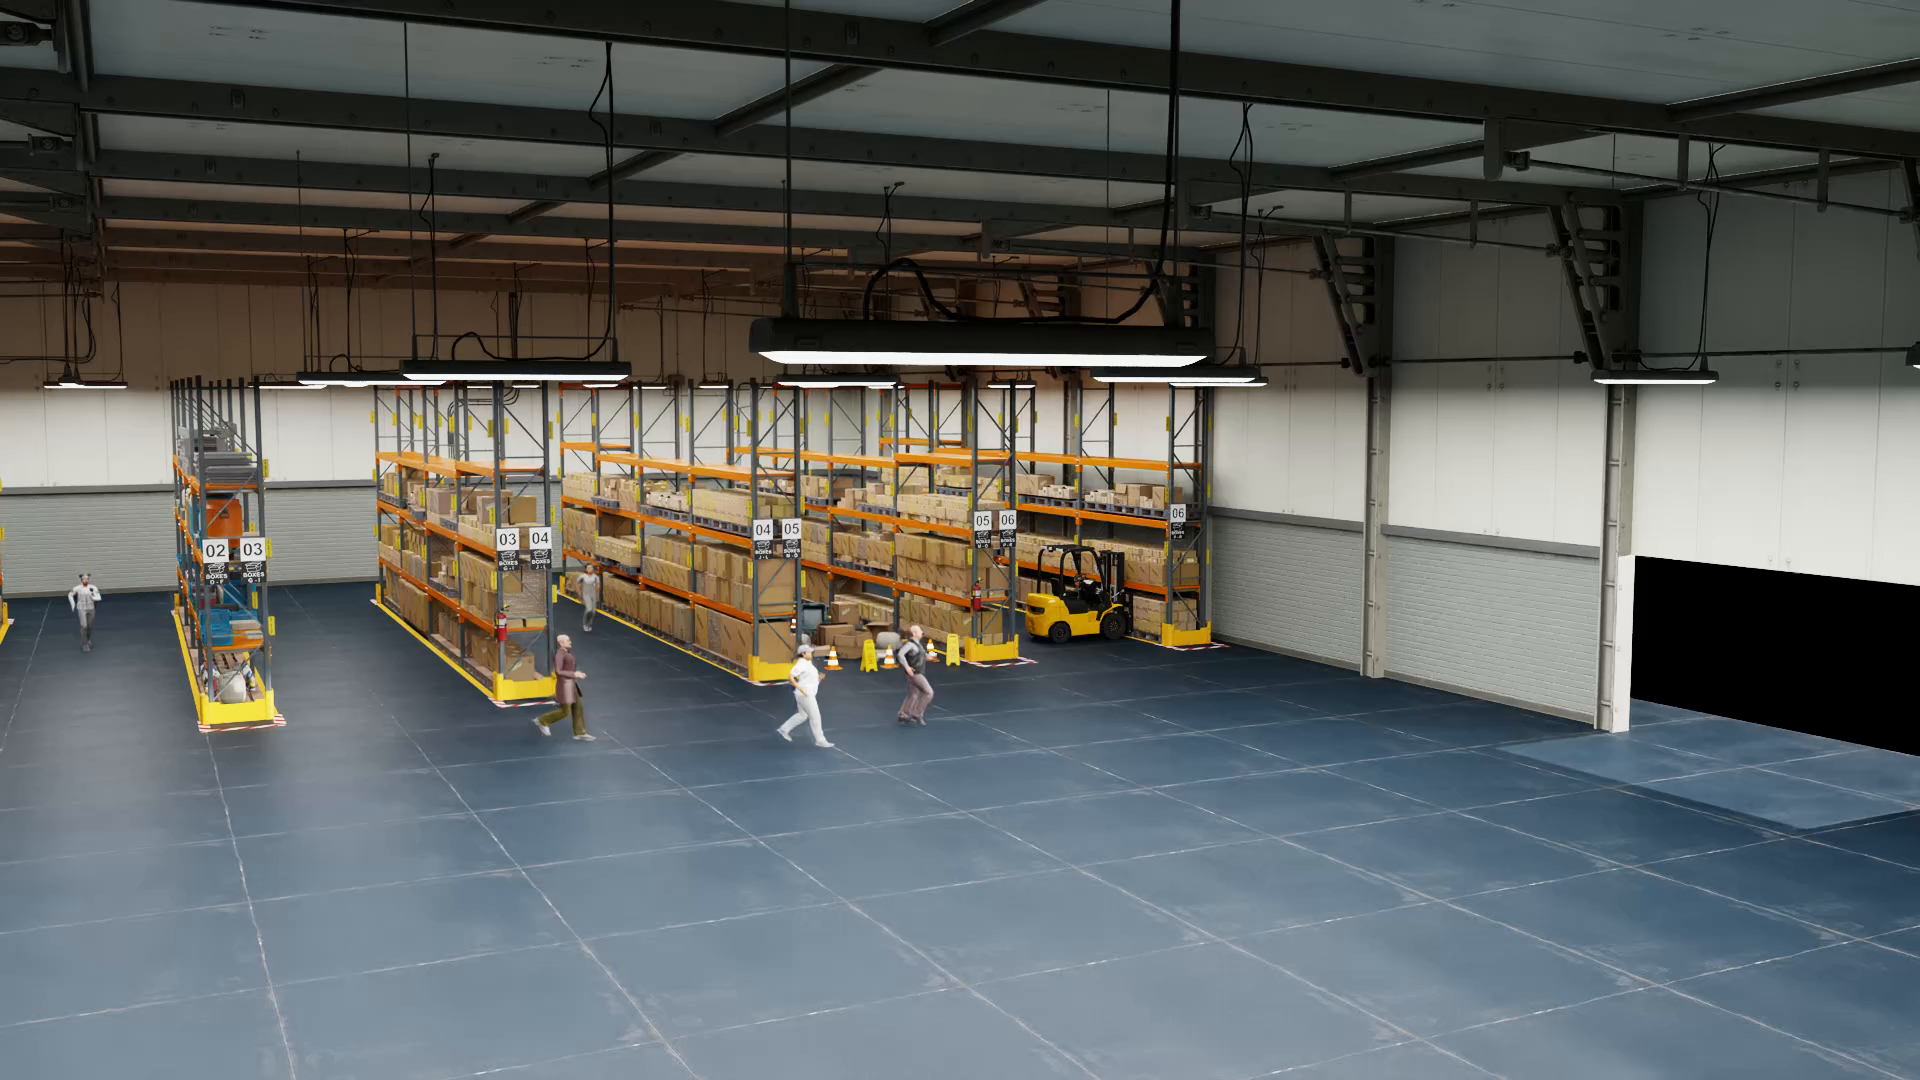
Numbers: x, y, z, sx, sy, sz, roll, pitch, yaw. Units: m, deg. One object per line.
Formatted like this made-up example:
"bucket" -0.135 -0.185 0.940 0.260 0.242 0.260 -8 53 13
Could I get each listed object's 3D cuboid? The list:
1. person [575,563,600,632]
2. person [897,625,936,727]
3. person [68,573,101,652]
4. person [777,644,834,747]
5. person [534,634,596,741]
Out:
"person" -8.809 1.370 39.531 0.537 1.640 0.649 -3 6 -32
"person" -0.749 2.332 28.521 0.686 1.738 0.638 0 5 3
"person" -19.403 1.588 36.924 0.587 1.742 0.791 -4 7 -40
"person" -2.483 2.499 26.763 0.924 1.650 0.608 0 5 2
"person" -6.462 2.420 27.175 0.998 1.770 0.710 0 5 -1
